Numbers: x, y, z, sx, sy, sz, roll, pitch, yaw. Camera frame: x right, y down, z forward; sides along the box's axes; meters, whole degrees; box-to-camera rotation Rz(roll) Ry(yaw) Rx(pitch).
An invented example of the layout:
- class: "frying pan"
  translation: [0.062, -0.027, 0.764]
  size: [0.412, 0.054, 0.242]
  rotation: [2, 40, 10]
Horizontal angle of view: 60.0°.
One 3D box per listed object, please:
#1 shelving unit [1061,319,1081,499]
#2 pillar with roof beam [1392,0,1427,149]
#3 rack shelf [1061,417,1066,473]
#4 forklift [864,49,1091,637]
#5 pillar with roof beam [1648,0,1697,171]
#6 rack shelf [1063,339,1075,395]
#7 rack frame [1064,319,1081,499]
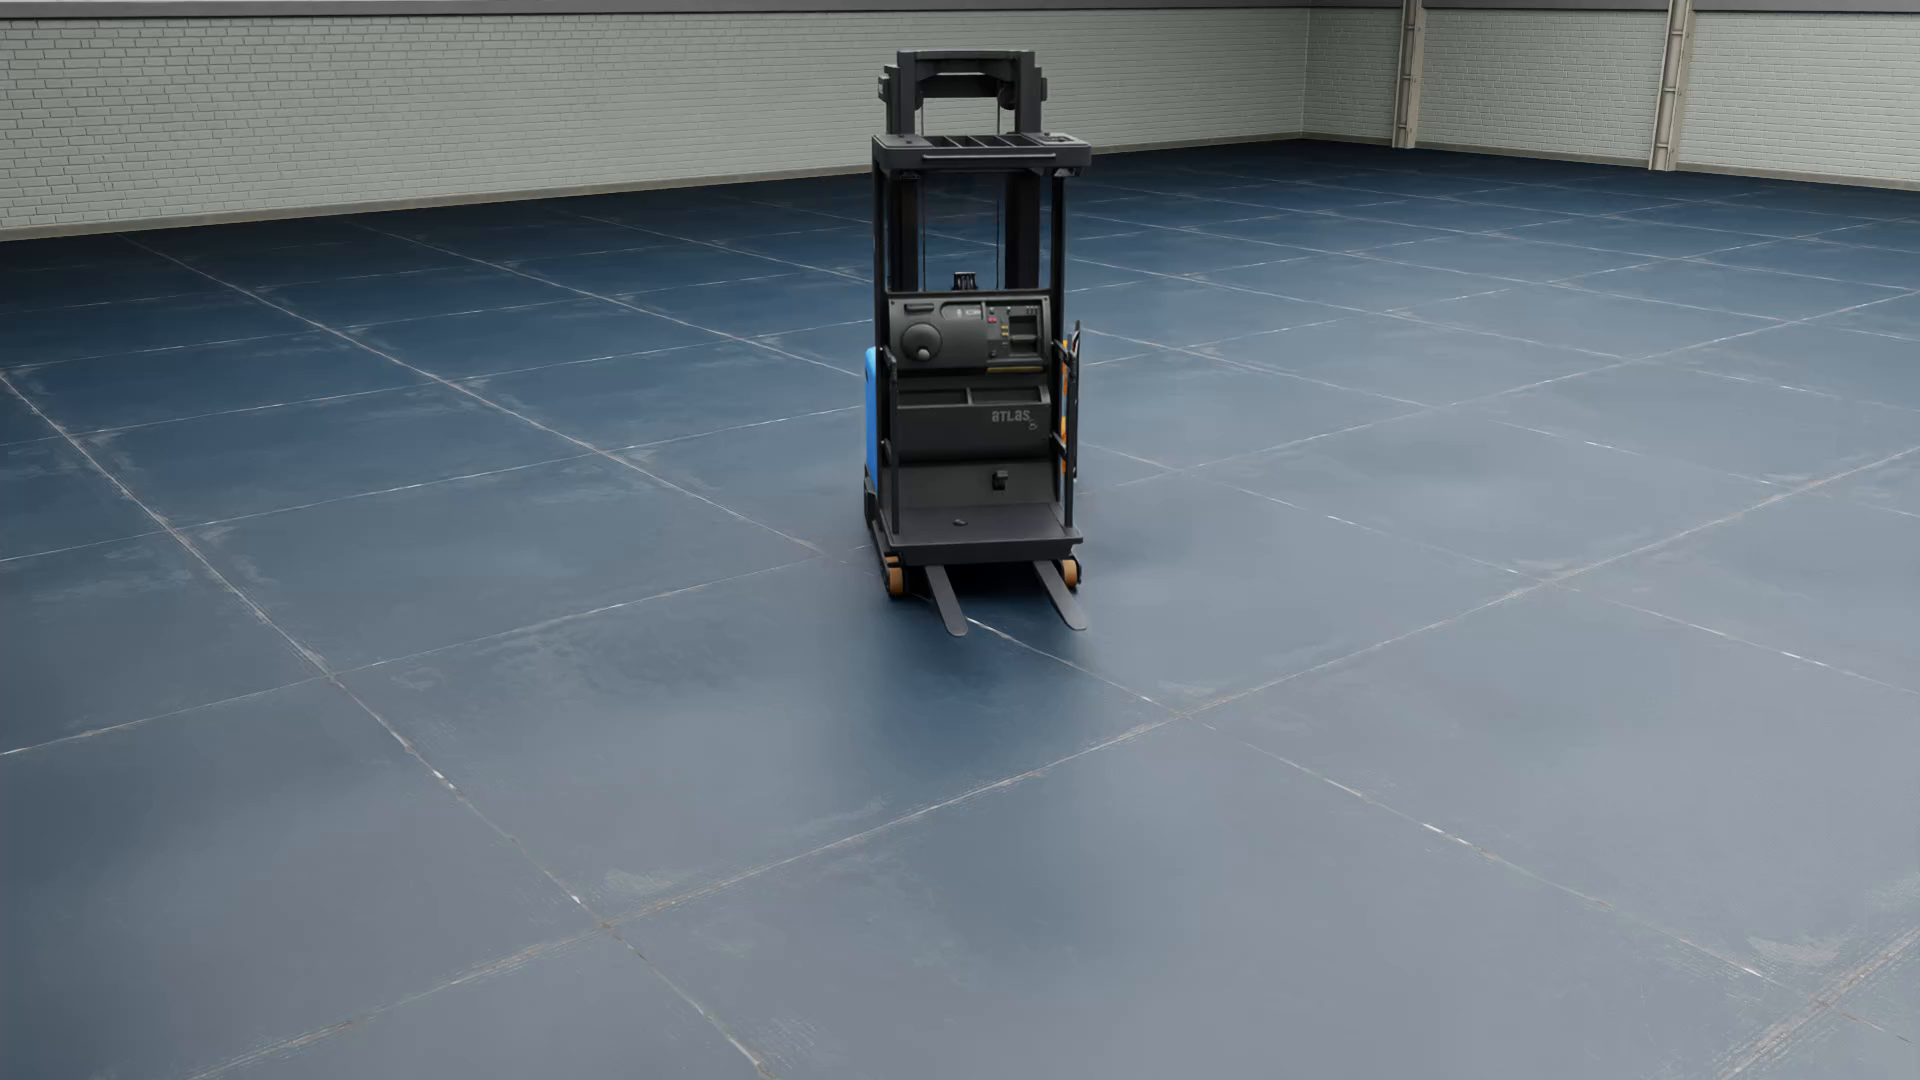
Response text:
- class: "shelving unit"
  translation: [0.260, -0.919, 11.349]
  size: [1.048, 1.125, 0.538]
  rotation: [3, 19, 10]
- class: "pillar with roof beam"
  translation: [6.252, -11.952, 32.141]
  size: [9.100, 9.000, 0.400]
  rotation: [-14, 23, -36]
- class: "rack shelf"
  translation: [0.260, -0.687, 11.425]
  size: [1.000, 0.278, 0.538]
  rotation: [3, 19, 10]
- class: "forklift"
  translation: [0.089, -1.191, 9.297]
  size: [1.130, 2.935, 3.031]
  rotation: [-3, 18, -8]
- class: "pillar with roof beam"
  translation: [9.978, -10.473, 27.676]
  size: [9.100, 9.000, 0.400]
  rotation: [-14, 23, -36]
- class: "rack shelf"
  translation: [0.260, -1.197, 11.257]
  size: [1.000, 0.278, 0.538]
  rotation: [3, 19, 10]
- class: "rack frame"
  translation: [0.760, -0.890, 11.260]
  size: [0.032, 1.125, 0.500]
  rotation: [3, 19, 10]
